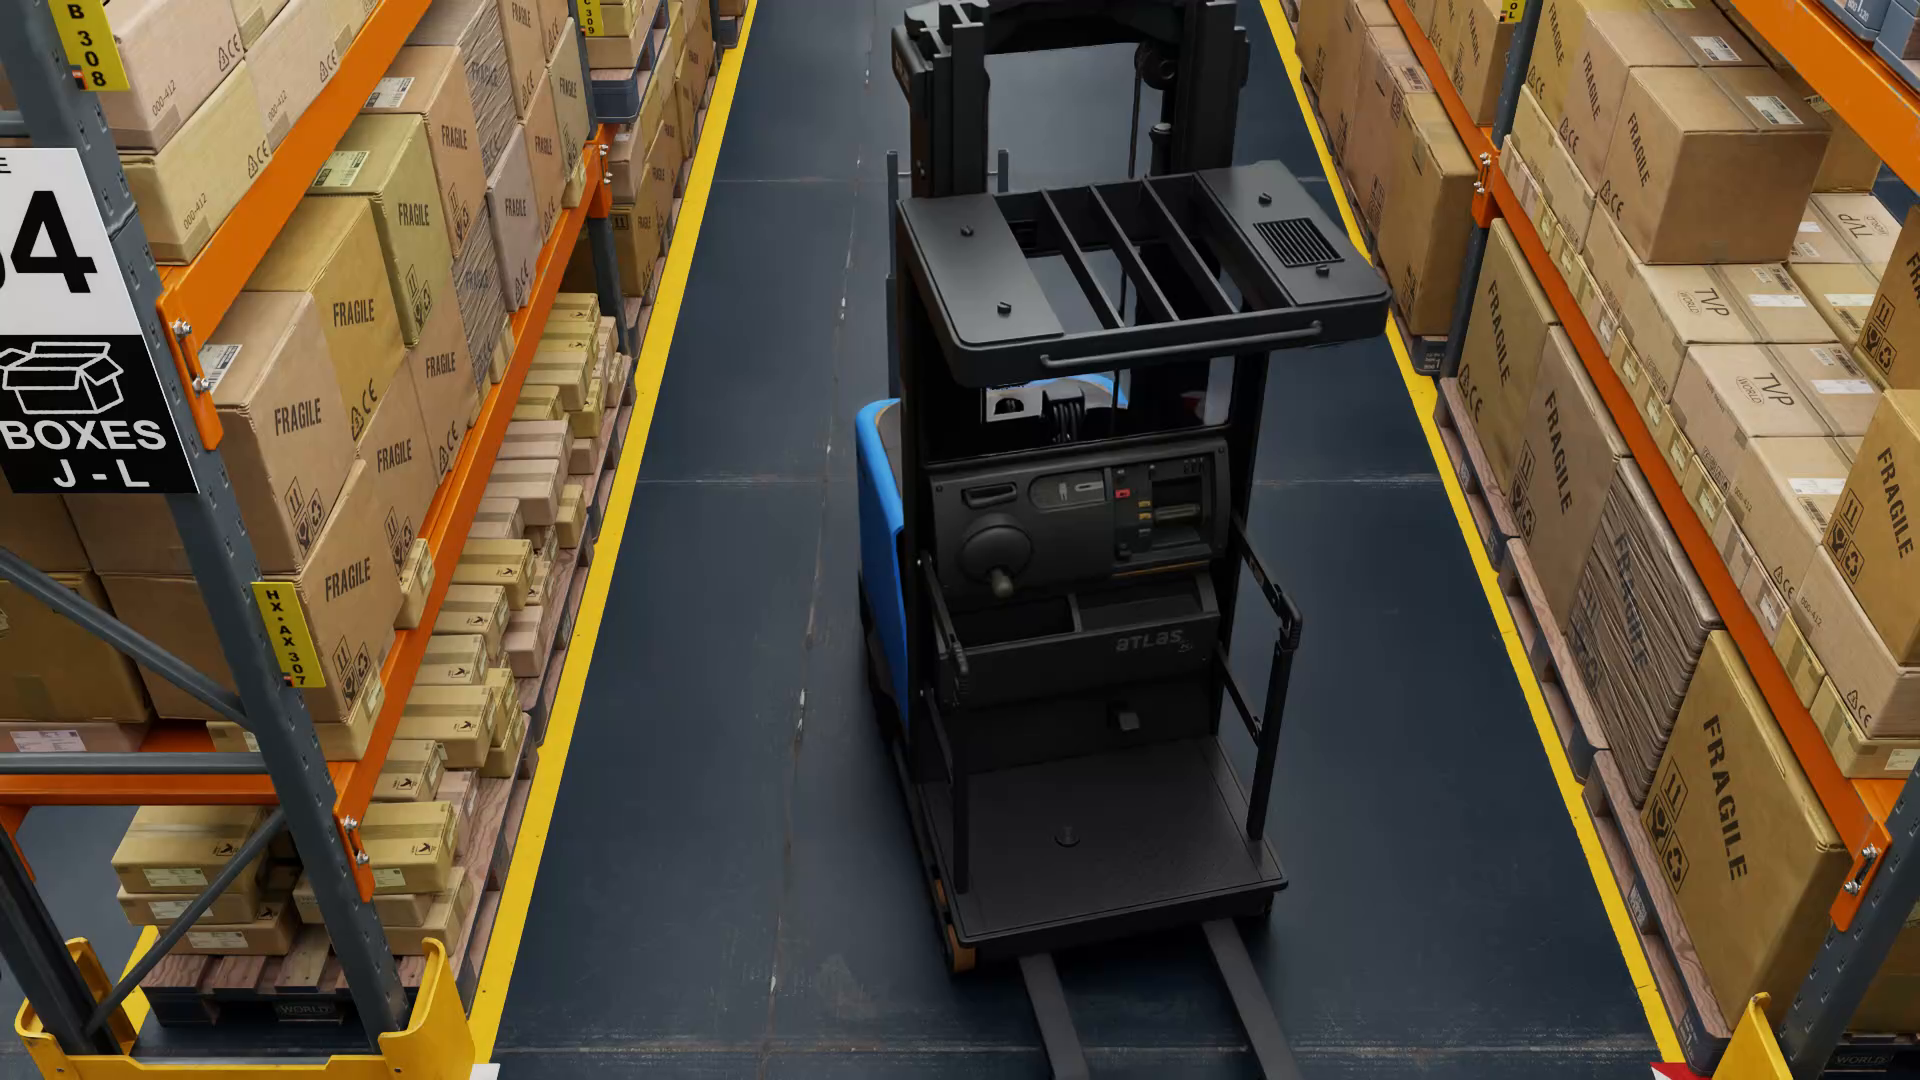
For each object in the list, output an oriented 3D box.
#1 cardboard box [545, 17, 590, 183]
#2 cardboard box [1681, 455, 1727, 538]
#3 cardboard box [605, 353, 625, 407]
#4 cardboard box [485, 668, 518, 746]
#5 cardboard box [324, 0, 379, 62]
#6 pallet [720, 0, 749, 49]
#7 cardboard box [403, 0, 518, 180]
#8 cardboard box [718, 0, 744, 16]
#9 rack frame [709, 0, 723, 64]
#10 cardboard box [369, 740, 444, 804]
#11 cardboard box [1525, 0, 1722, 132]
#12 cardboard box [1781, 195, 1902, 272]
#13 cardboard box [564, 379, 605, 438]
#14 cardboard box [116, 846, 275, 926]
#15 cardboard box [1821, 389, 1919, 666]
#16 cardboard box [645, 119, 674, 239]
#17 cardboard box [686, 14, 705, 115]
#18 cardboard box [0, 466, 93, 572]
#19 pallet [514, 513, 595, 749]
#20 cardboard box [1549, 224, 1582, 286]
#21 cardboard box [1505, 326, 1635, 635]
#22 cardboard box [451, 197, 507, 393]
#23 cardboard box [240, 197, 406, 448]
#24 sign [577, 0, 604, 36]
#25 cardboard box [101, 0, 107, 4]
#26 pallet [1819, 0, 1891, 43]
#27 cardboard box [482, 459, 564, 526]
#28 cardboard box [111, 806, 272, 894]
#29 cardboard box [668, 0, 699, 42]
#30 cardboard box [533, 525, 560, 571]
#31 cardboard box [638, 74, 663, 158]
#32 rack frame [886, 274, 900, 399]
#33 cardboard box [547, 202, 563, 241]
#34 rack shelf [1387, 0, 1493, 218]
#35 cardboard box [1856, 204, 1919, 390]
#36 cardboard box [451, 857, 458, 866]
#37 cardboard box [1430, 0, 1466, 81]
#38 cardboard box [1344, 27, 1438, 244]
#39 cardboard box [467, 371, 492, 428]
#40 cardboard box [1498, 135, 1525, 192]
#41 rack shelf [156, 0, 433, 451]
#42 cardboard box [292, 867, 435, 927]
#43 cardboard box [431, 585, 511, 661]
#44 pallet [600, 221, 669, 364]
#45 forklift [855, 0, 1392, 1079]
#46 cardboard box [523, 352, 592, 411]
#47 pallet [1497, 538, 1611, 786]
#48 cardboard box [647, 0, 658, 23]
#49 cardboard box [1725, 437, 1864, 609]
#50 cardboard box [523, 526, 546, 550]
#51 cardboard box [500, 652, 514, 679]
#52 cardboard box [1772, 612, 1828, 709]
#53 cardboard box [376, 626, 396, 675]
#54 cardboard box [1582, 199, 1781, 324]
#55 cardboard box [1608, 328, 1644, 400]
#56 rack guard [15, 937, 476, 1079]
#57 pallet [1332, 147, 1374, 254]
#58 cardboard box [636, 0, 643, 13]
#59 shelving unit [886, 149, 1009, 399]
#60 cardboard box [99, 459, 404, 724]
[{"bbox_3d":[-1.832,-1.792,6.769,0.500,0.500,0.500,0,39,0],"label":"cardboard box"},{"bbox_3d":[2.518,-0.141,5.228,0.380,0.149,0.250,-1,39,-1],"label":"cardboard box"},{"bbox_3d":[-1.774,-0.745,7.725,0.380,0.149,0.250,0,39,1],"label":"cardboard box"},{"bbox_3d":[-1.778,0.583,5.830,0.380,0.149,0.250,1,39,1],"label":"cardboard box"},{"bbox_3d":[-1.865,-1.482,4.422,0.500,0.250,0.500,-1,39,-2],"label":"cardboard box"},{"bbox_3d":[-2.045,-3.845,11.879,1.003,0.211,1.213,0,39,0],"label":"pallet"},{"bbox_3d":[-1.851,-1.547,5.664,0.500,0.500,0.500,1,39,1],"label":"cardboard box"},{"bbox_3d":[-2.030,-4.107,11.439,1.050,0.750,0.750,-1,39,-1],"label":"cardboard box"},{"bbox_3d":[-2.119,-4.440,10.392,1.000,3.000,0.127,0,39,0],"label":"rack frame"},{"bbox_3d":[-1.892,0.779,5.348,0.380,0.149,0.250,1,39,1],"label":"cardboard box"},{"bbox_3d":[2.590,-1.930,6.542,0.500,0.500,0.500,0,39,0],"label":"cardboard box"},{"bbox_3d":[3.112,-1.018,6.004,0.500,0.250,0.500,1,39,1],"label":"cardboard box"},{"bbox_3d":[-1.766,-0.573,7.272,0.380,0.149,0.250,-1,39,-2],"label":"cardboard box"},{"bbox_3d":[-2.396,1.065,5.228,0.380,0.149,0.250,-1,39,-1],"label":"cardboard box"},{"bbox_3d":[2.587,-0.032,4.174,0.500,0.500,0.500,0,39,1],"label":"cardboard box"},{"bbox_3d":[-1.853,-1.920,8.911,0.500,0.500,0.500,2,39,2],"label":"cardboard box"},{"bbox_3d":[-1.860,-2.893,10.124,0.500,0.500,0.500,1,39,2],"label":"cardboard box"},{"bbox_3d":[-2.359,-0.269,4.069,0.500,0.500,0.500,-1,39,-1],"label":"cardboard box"},{"bbox_3d":[-2.074,0.334,6.664,1.003,0.211,1.213,0,39,0],"label":"pallet"},{"bbox_3d":[2.516,-1.102,6.428,0.380,0.149,0.250,-1,39,-1],"label":"cardboard box"},{"bbox_3d":[2.767,-0.238,6.512,0.875,0.875,0.875,0,39,0],"label":"cardboard box"},{"bbox_3d":[-1.855,-0.833,5.573,0.500,0.500,0.500,-1,39,-1],"label":"cardboard box"},{"bbox_3d":[-1.852,-0.579,4.457,0.500,0.500,0.500,1,39,1],"label":"cardboard box"},{"bbox_3d":[-1.572,-2.282,7.006,0.100,0.325,0.005,0,39,0],"label":"sign"},{"bbox_3d":[-1.883,-1.103,3.230,0.380,0.149,0.250,0,39,0],"label":"cardboard box"},{"bbox_3d":[2.834,-1.742,4.698,1.003,0.211,1.213,0,39,0],"label":"pallet"},{"bbox_3d":[-1.779,-0.184,6.550,0.380,0.149,0.250,-1,39,-2],"label":"cardboard box"},{"bbox_3d":[-2.364,0.948,5.136,0.380,0.149,0.250,0,39,0],"label":"cardboard box"},{"bbox_3d":[-1.845,-3.178,9.880,0.500,0.250,0.500,0,39,1],"label":"cardboard box"},{"bbox_3d":[-1.839,0.065,6.714,0.380,0.149,0.250,1,39,1],"label":"cardboard box"},{"bbox_3d":[-1.854,-2.215,8.679,0.500,0.250,0.500,1,39,1],"label":"cardboard box"},{"bbox_3d":[-0.021,-0.379,6.523,0.500,1.500,0.032,-1,39,-1],"label":"rack frame"},{"bbox_3d":[-1.830,-1.334,6.717,0.380,0.149,0.250,1,39,2],"label":"cardboard box"},{"bbox_3d":[2.843,-2.849,8.982,1.077,0.370,4.000,0,39,0],"label":"rack shelf"},{"bbox_3d":[3.112,-0.665,4.964,0.500,0.500,0.500,-1,39,-1],"label":"cardboard box"},{"bbox_3d":[-1.873,1.020,5.523,0.380,0.149,0.250,0,39,0],"label":"cardboard box"},{"bbox_3d":[2.578,-2.520,7.916,0.500,0.500,0.500,1,39,1],"label":"cardboard box"},{"bbox_3d":[2.823,-2.173,8.926,1.225,0.875,0.875,-1,39,-2],"label":"cardboard box"},{"bbox_3d":[-1.835,-0.518,5.698,0.380,0.149,0.250,1,39,2],"label":"cardboard box"},{"bbox_3d":[2.513,-1.596,7.044,0.380,0.149,0.250,0,39,0],"label":"cardboard box"},{"bbox_3d":[-2.112,-1.578,4.997,1.077,0.370,4.000,0,39,0],"label":"rack shelf"},{"bbox_3d":[-1.854,1.067,5.226,0.380,0.149,0.250,1,39,2],"label":"cardboard box"},{"bbox_3d":[-1.838,0.293,5.954,0.380,0.149,0.250,1,39,2],"label":"cardboard box"},{"bbox_3d":[-2.117,-1.338,8.750,1.003,0.211,1.213,0,39,0],"label":"pallet"},{"bbox_3d":[0.424,0.013,4.890,1.130,2.935,3.031,-8,39,-10],"label":"forklift"},{"bbox_3d":[-1.807,-0.685,7.174,0.380,0.149,0.250,0,39,0],"label":"cardboard box"},{"bbox_3d":[2.772,0.449,6.520,1.003,0.211,1.213,0,39,0],"label":"pallet"},{"bbox_3d":[-1.658,-2.581,7.937,0.380,0.149,0.250,0,39,0],"label":"cardboard box"},{"bbox_3d":[2.584,-0.055,4.803,0.500,0.250,0.500,-1,39,-1],"label":"cardboard box"},{"bbox_3d":[-1.864,-0.089,6.668,0.380,0.149,0.250,-2,39,-2],"label":"cardboard box"},{"bbox_3d":[-1.866,0.545,6.115,0.380,0.149,0.250,0,39,0],"label":"cardboard box"},{"bbox_3d":[2.518,0.335,4.634,0.380,0.149,0.250,0,39,0],"label":"cardboard box"},{"bbox_3d":[-1.824,0.299,4.680,0.380,0.149,0.250,1,39,2],"label":"cardboard box"},{"bbox_3d":[2.586,-1.008,5.991,0.500,0.250,0.500,1,39,1],"label":"cardboard box"},{"bbox_3d":[2.516,-0.621,5.827,0.380,0.149,0.250,-1,39,-1],"label":"cardboard box"},{"bbox_3d":[-2.110,1.491,4.990,1.175,0.500,0.348,0,39,0],"label":"rack guard"},{"bbox_3d":[2.765,-2.038,9.625,1.003,0.211,1.213,0,39,0],"label":"pallet"},{"bbox_3d":[-1.657,-2.529,7.635,0.380,0.149,0.250,-1,39,-1],"label":"cardboard box"},{"bbox_3d":[-0.036,-0.697,6.920,0.538,1.500,1.048,-1,39,-1],"label":"shelving unit"},{"bbox_3d":[-1.834,0.127,4.376,0.500,0.500,0.500,2,39,2],"label":"cardboard box"}]
